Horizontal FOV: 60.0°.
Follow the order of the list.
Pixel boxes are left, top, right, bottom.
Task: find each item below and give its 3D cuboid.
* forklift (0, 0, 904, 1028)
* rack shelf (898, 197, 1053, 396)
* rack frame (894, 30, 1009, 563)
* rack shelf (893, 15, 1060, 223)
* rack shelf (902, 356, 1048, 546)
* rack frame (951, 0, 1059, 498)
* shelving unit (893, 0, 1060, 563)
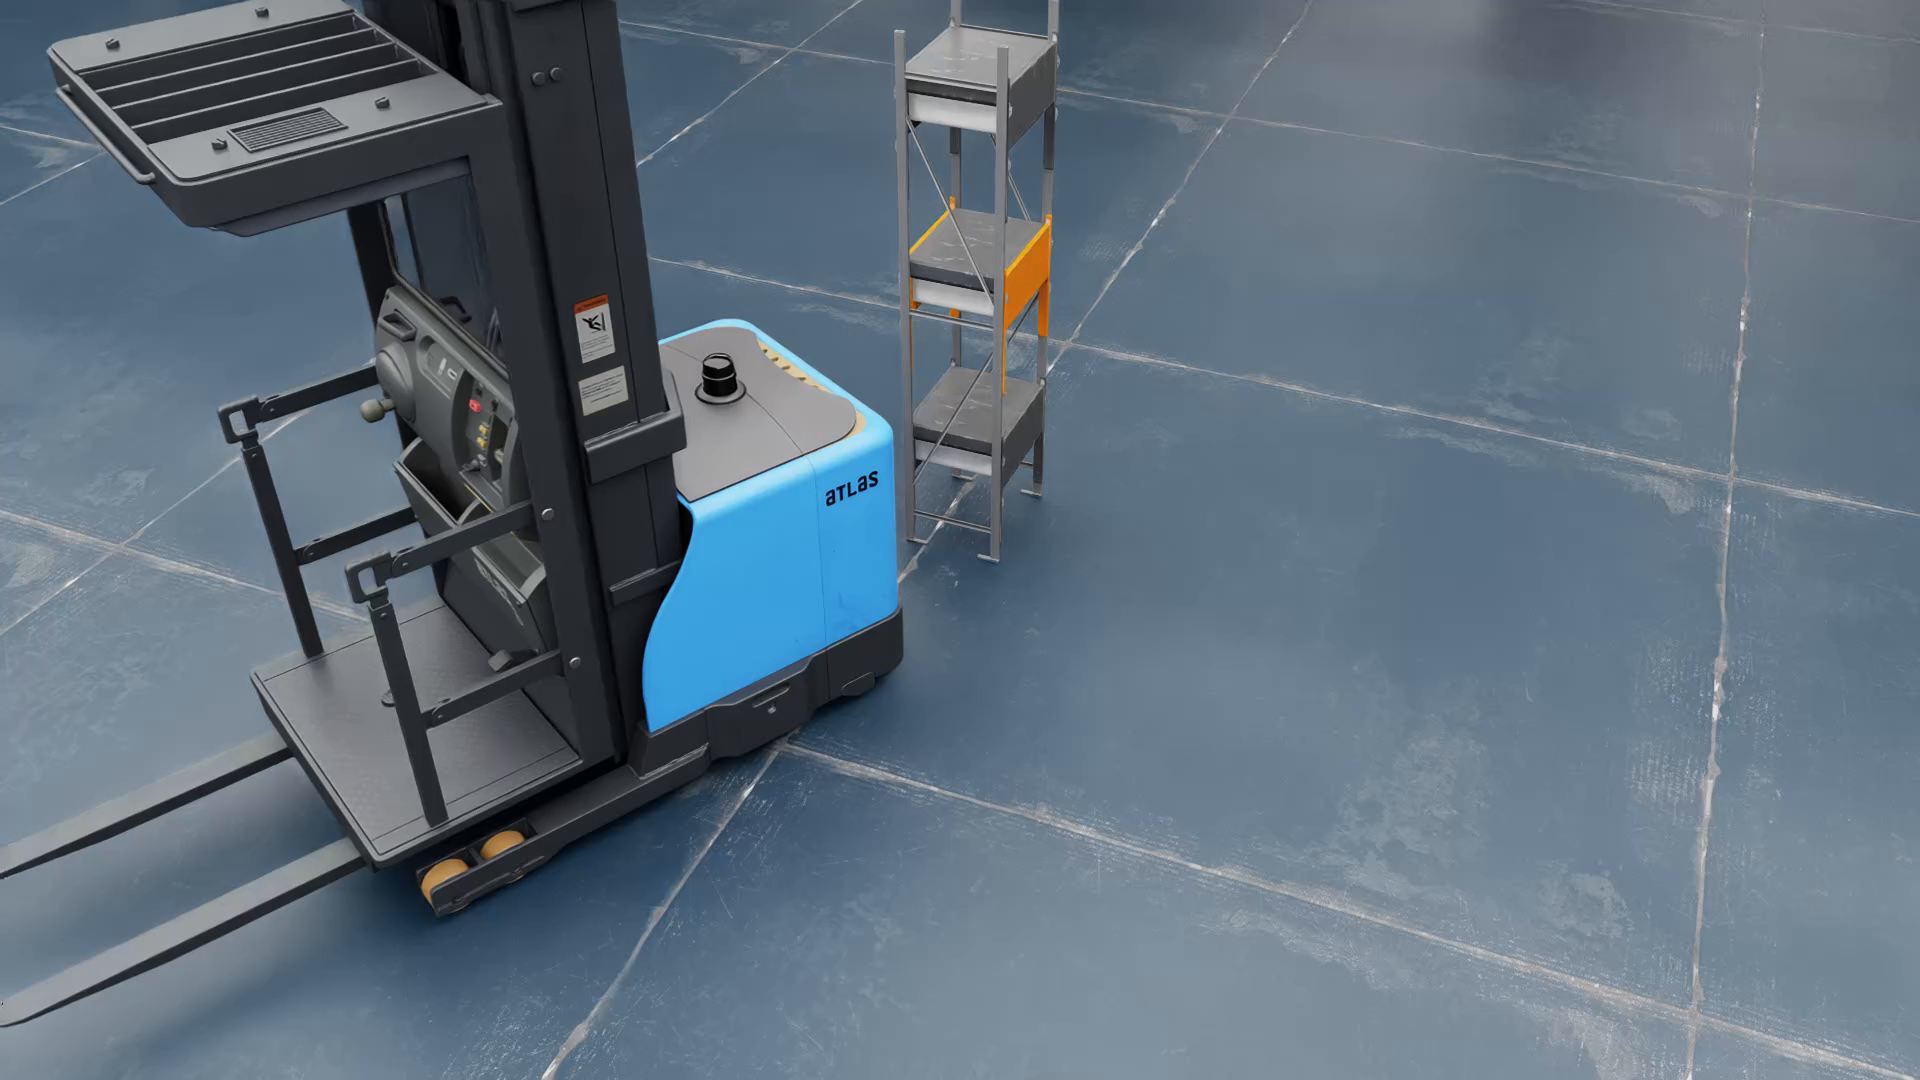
[{"bbox_3d":[-1.676,-0.370,4.797,3.031,2.935,1.130,-25,44,-30],"label":"forklift"},{"bbox_3d":[0.063,-0.922,6.252,0.431,0.518,0.480,14,39,18],"label":"rack shelf"},{"bbox_3d":[-0.030,-0.798,6.063,0.400,2.100,0.015,14,39,18],"label":"rack frame"},{"bbox_3d":[0.063,-1.482,5.833,0.431,0.518,0.480,14,39,18],"label":"rack shelf"},{"bbox_3d":[0.063,-0.361,6.671,0.431,0.518,0.480,14,39,18],"label":"rack shelf"},{"bbox_3d":[0.156,-1.068,6.425,0.400,2.100,0.015,14,39,18],"label":"rack frame"},{"bbox_3d":[0.063,-0.933,6.244,0.431,2.100,0.503,14,39,18],"label":"shelving unit"}]
